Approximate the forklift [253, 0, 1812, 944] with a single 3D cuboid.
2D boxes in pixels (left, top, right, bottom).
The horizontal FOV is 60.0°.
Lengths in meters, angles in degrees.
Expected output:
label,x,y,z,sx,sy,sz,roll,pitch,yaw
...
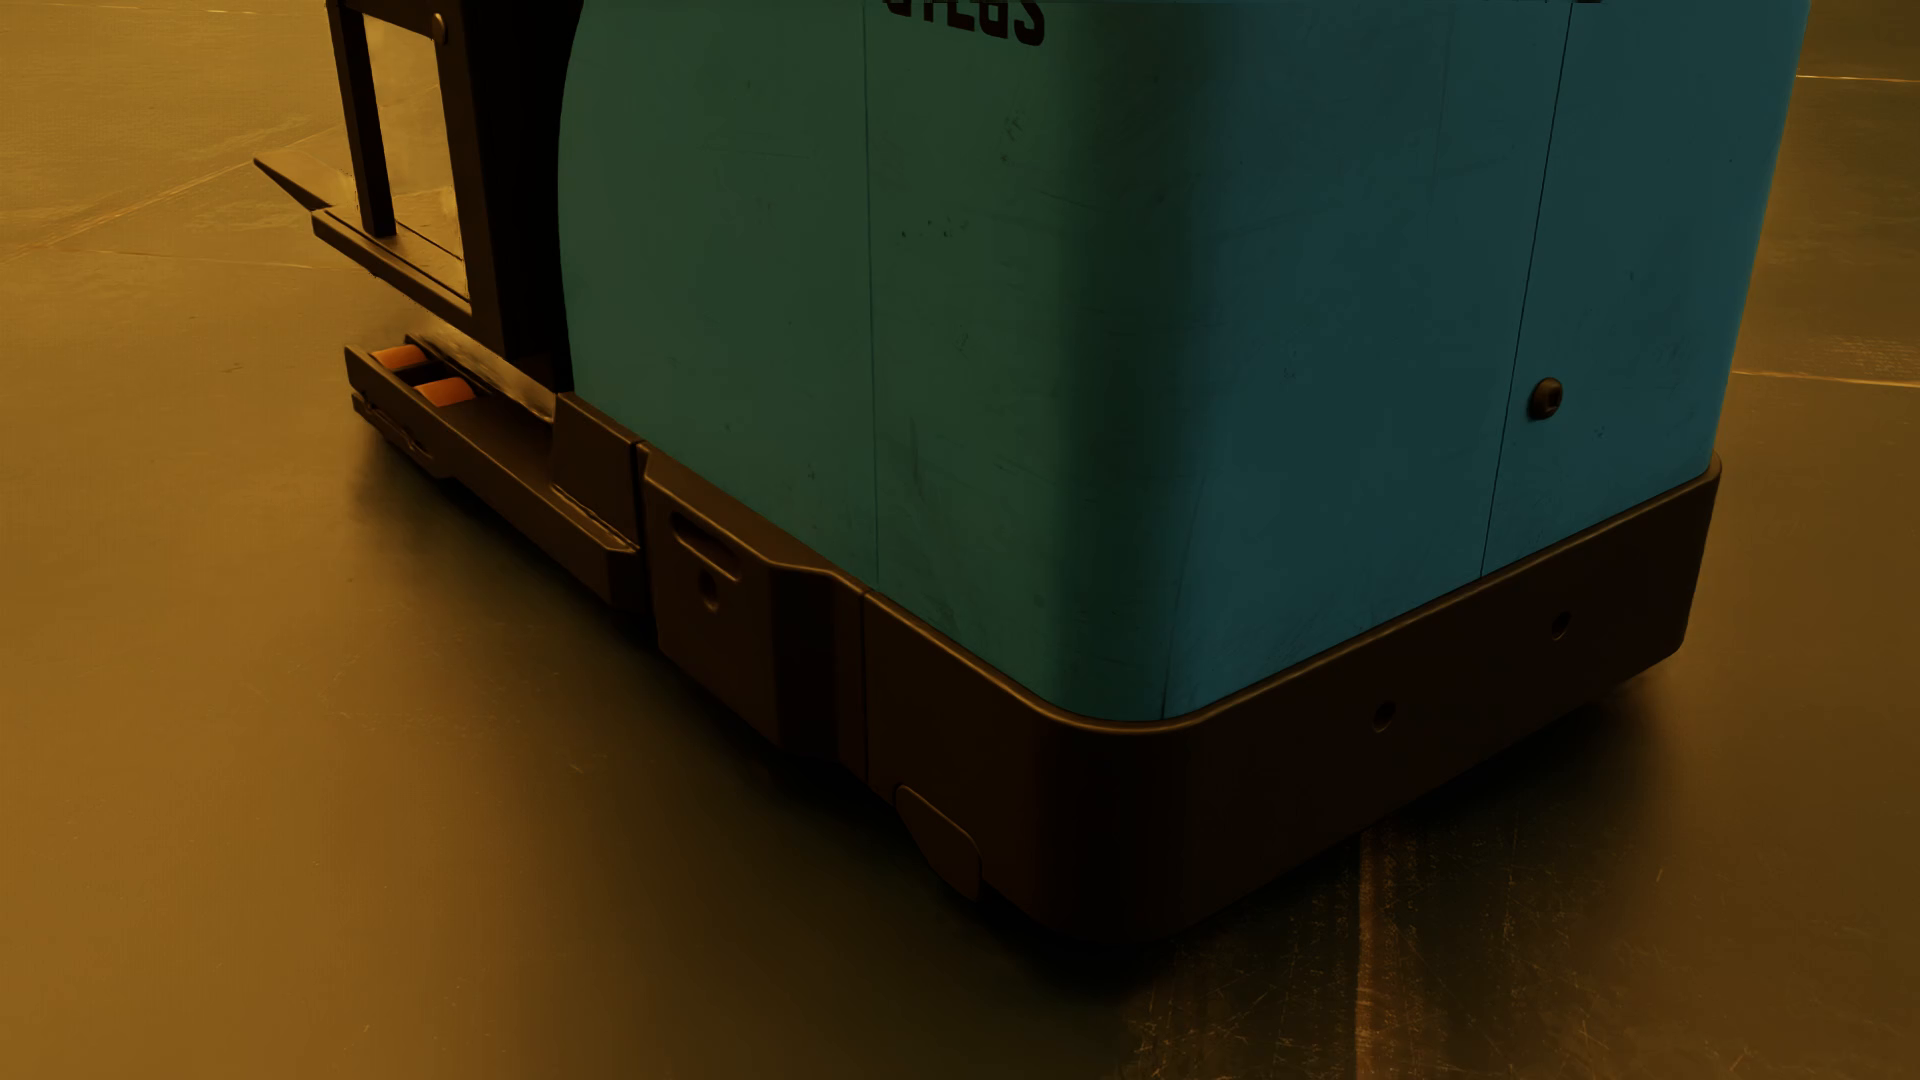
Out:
label,x,y,z,sx,sy,sz,roll,pitch,yaw
forklift,-0.381,-1.524,2.267,1.130,2.935,3.031,-19,33,-33
